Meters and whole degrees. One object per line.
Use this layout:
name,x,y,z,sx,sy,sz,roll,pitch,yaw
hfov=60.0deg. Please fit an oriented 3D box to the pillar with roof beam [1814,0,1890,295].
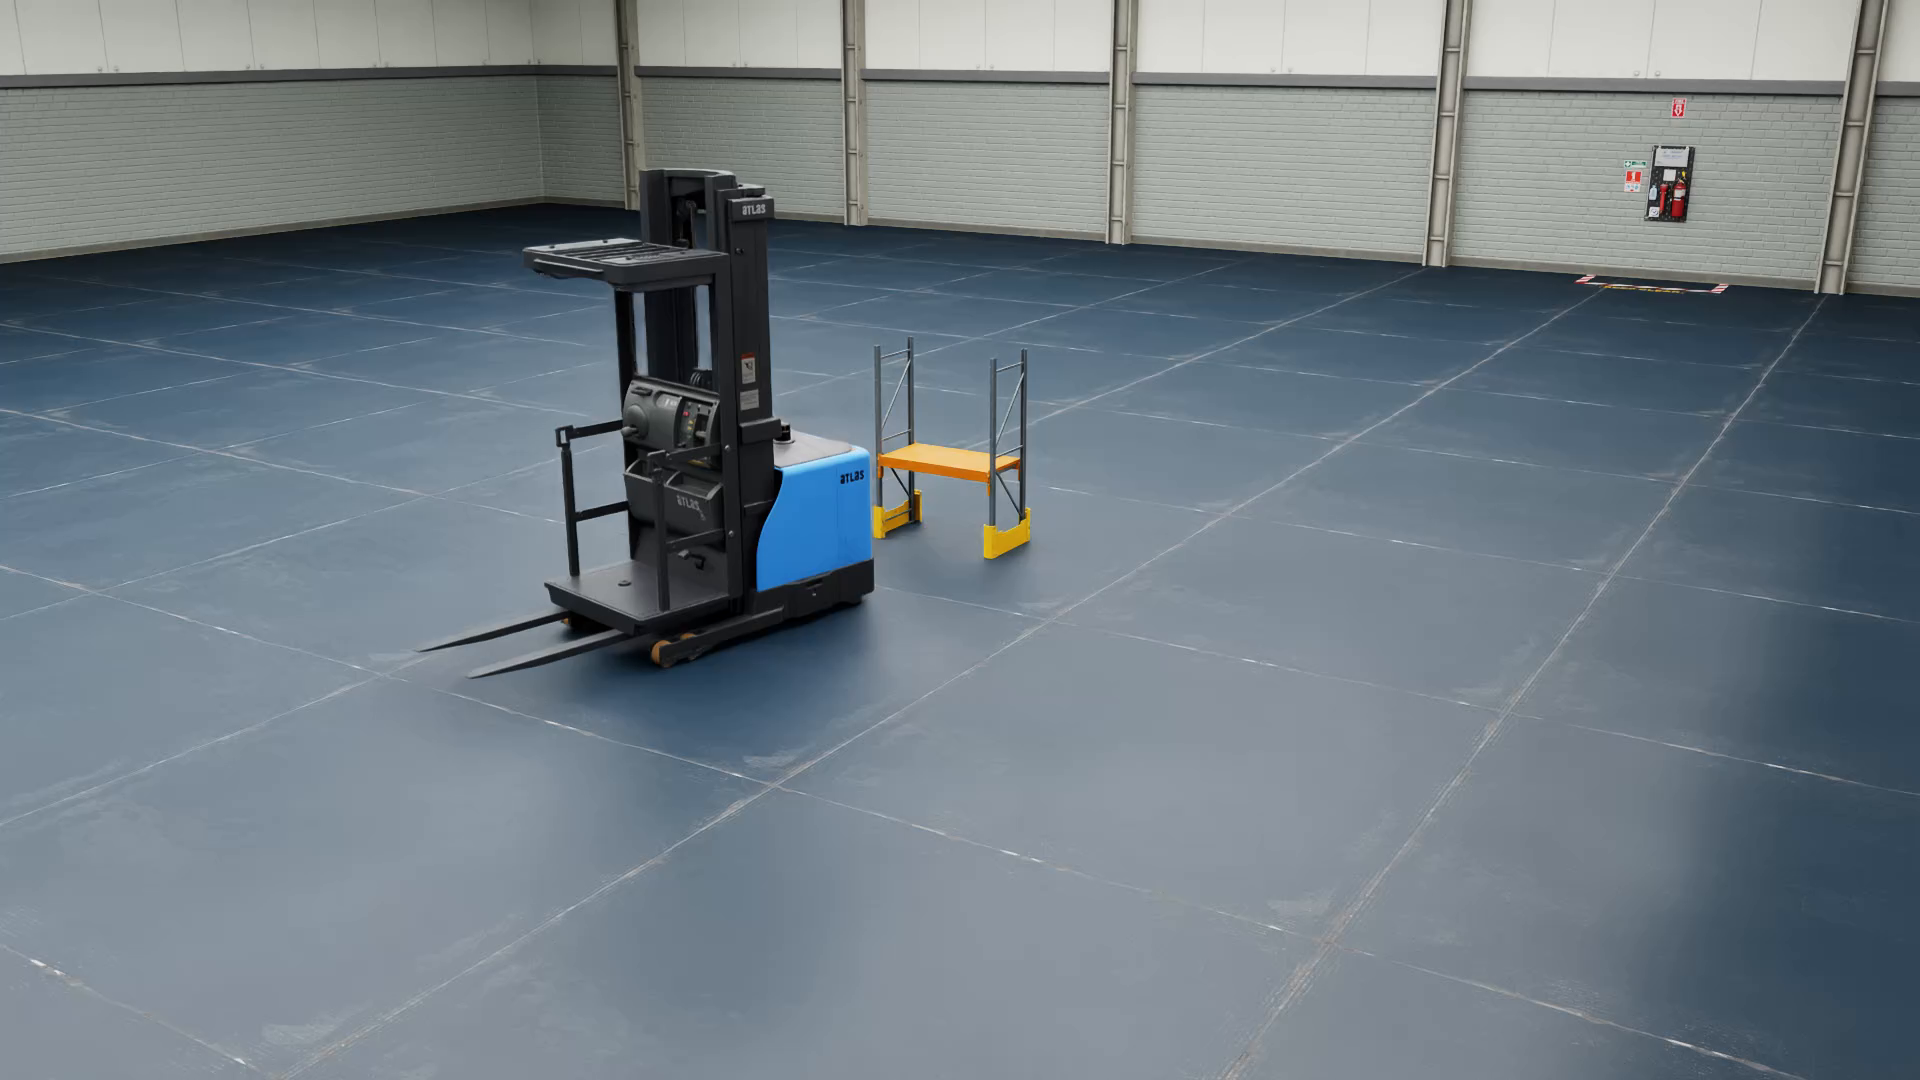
pillar with roof beam,10.951,-6.996,20.431,0.400,9.000,9.100,10,20,30

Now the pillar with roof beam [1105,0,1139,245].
pillar with roof beam,0.726,-8.822,26.440,0.400,9.000,9.100,10,20,30

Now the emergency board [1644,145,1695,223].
emergency board,11.118,-5.577,26.082,0.643,1.169,0.194,10,20,30

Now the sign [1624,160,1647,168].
sign,10.700,-5.955,26.351,0.331,0.109,0.001,10,20,30

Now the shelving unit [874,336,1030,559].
shelving unit,-0.065,-0.729,12.701,1.083,1.500,0.587,10,20,30

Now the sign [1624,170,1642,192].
sign,10.701,-5.704,26.438,0.234,0.329,0.001,10,20,30

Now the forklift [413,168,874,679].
forklift,-1.983,-0.782,10.412,1.130,2.935,3.031,16,23,42

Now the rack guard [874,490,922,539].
rack guard,-0.489,-0.207,13.132,0.087,0.250,0.587,10,20,30

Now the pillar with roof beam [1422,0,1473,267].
pillar with roof beam,5.838,-7.909,23.436,0.400,9.000,9.100,10,20,30

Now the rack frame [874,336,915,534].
rack frame,-0.506,-0.808,12.961,0.032,1.500,0.500,10,20,30

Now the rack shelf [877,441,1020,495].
rack shelf,-0.073,-0.558,12.758,1.000,0.185,0.538,10,20,30

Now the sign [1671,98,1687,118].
sign,11.163,-6.713,25.830,0.199,0.298,0.001,10,20,30

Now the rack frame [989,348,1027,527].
rack frame,0.360,-0.653,12.451,0.032,1.500,0.500,10,20,30

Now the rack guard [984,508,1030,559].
rack guard,0.359,-0.055,12.634,0.087,0.250,0.587,10,20,30

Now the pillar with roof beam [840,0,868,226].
pillar with roof beam,-4.387,-9.734,29.445,0.400,9.000,9.100,10,20,30

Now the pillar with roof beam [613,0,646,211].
pillar with roof beam,-9.500,-10.647,32.449,0.400,9.000,9.100,10,20,30

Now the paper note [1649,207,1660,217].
paper note,11.003,-5.200,26.355,0.142,0.148,0.016,10,20,30
